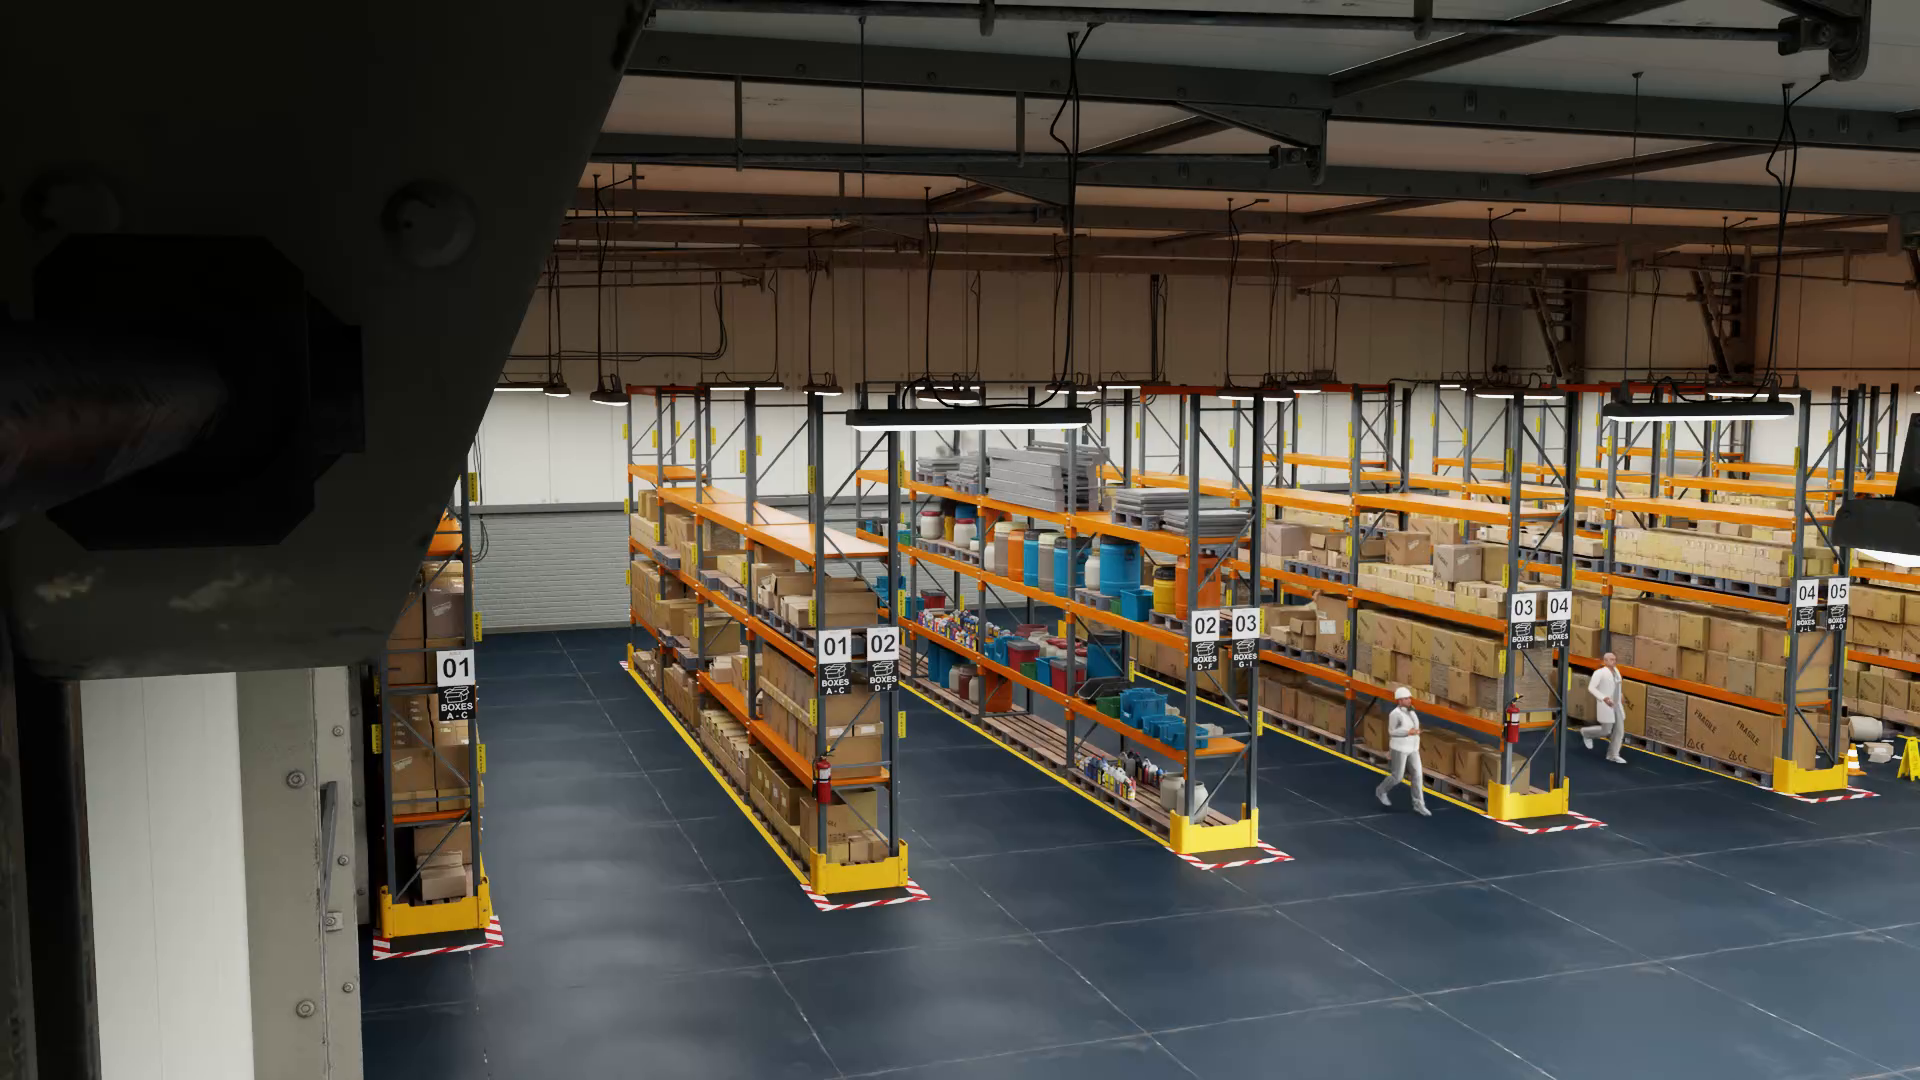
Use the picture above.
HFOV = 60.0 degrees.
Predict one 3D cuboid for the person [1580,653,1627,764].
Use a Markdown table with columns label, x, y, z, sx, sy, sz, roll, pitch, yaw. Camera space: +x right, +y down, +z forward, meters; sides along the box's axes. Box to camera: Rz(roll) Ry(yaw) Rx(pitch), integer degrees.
| label | x | y | z | sx | sy | sz | roll | pitch | yaw |
| --- | --- | --- | --- | --- | --- | --- | --- | --- | --- |
| person | 10.477 | 2.693 | 26.934 | 0.711 | 1.754 | 0.877 | -3 | 6 | -24 |

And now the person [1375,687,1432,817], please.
| label | x | y | z | sx | sy | sz | roll | pitch | yaw |
| --- | --- | --- | --- | --- | --- | --- | --- | --- | --- |
| person | 6.321 | 2.981 | 23.638 | 0.659 | 1.776 | 0.903 | -4 | 7 | -35 |

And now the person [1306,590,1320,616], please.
| label | x | y | z | sx | sy | sz | roll | pitch | yaw |
| --- | --- | --- | --- | --- | --- | --- | --- | --- | --- |
| person | 7.523 | 1.871 | 34.991 | 0.580 | 1.640 | 1.027 | -2 | 6 | -15 |
